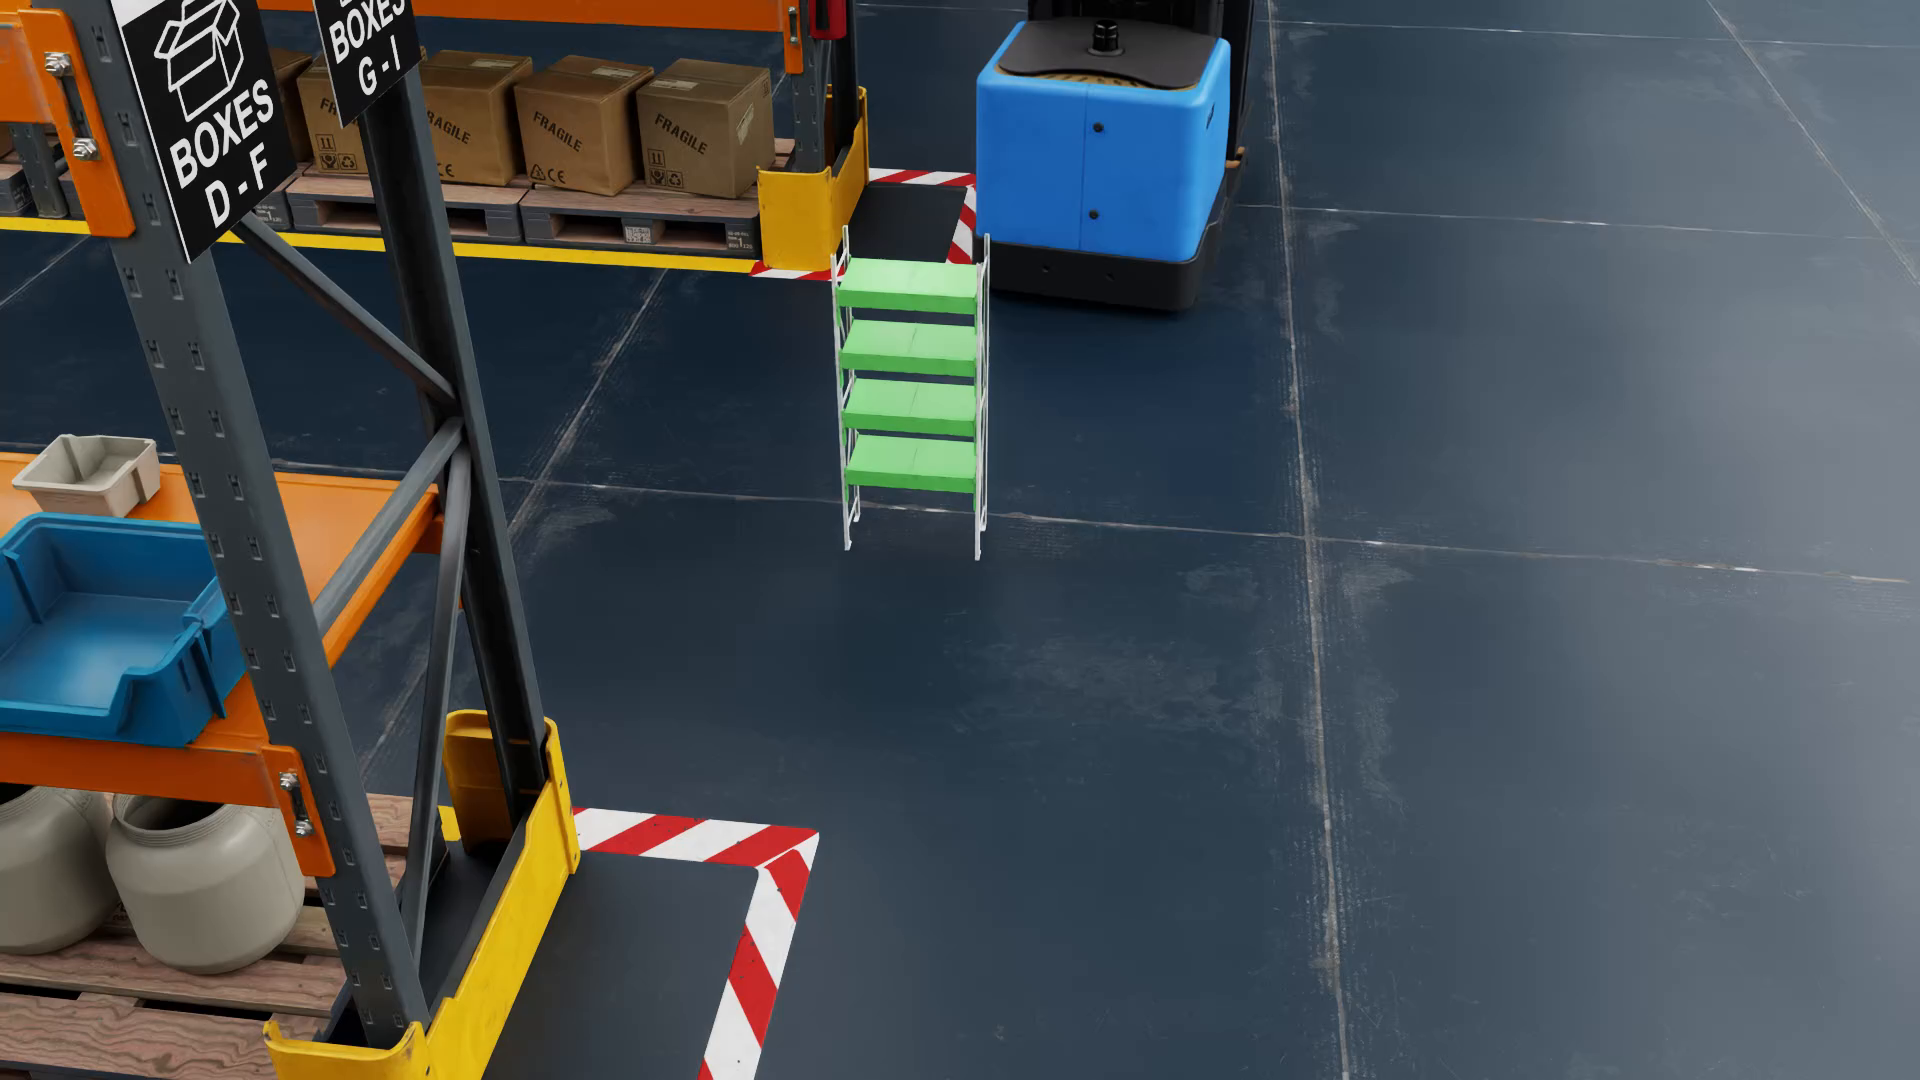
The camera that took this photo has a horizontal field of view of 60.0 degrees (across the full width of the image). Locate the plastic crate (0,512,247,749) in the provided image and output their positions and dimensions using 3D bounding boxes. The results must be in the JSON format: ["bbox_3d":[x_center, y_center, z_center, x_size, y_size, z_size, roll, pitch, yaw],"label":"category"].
[{"bbox_3d":[-1.816,0.187,3.534,0.616,0.251,0.499,4,36,6],"label":"plastic crate"}]

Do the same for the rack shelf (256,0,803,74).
[{"bbox_3d":[-2.634,-2.718,8.096,4.000,0.370,1.077,4,36,6],"label":"rack shelf"}]

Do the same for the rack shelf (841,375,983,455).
[{"bbox_3d":[-0.164,-0.449,5.956,0.480,0.148,0.258,4,36,6],"label":"rack shelf"}]

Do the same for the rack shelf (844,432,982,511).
[{"bbox_3d":[-0.164,-0.253,6.095,0.480,0.148,0.258,4,36,6],"label":"rack shelf"}]

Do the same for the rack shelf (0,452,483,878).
[{"bbox_3d":[-3.265,0.136,4.097,4.000,0.370,1.077,4,36,6],"label":"rack shelf"}]

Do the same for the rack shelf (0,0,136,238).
[{"bbox_3d":[-3.265,-1.085,3.226,4.000,0.370,1.077,4,36,6],"label":"rack shelf"}]

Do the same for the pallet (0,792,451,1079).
[{"bbox_3d":[-2.168,1.084,4.549,1.213,0.211,1.003,4,36,6],"label":"pallet"}]

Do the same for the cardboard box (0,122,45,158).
[{"bbox_3d":[-5.224,-2.379,8.774,0.500,0.500,0.700,2,36,2],"label":"cardboard box"}]

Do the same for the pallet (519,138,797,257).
[{"bbox_3d":[-1.527,-1.814,8.610,1.213,0.211,1.003,4,36,6],"label":"pallet"}]

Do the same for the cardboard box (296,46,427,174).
[{"bbox_3d":[-3.032,-2.221,8.570,0.500,0.500,0.500,1,36,2],"label":"cardboard box"}]

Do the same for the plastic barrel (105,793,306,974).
[{"bbox_3d":[-1.944,0.828,4.288,0.421,0.512,0.421,0,36,0],"label":"plastic barrel"}]

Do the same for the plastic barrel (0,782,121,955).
[{"bbox_3d":[-2.441,0.791,4.340,0.421,0.512,0.421,0,36,0],"label":"plastic barrel"}]

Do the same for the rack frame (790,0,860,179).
[{"bbox_3d":[-0.651,-2.863,7.680,0.127,3.000,1.000,4,36,6],"label":"rack frame"}]

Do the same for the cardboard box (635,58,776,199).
[{"bbox_3d":[-1.268,-2.072,8.362,0.500,0.500,0.500,11,37,15],"label":"cardboard box"}]

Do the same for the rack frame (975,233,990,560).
[{"bbox_3d":[0.078,-0.483,5.893,0.015,1.200,0.240,4,36,6],"label":"rack frame"}]

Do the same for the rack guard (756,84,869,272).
[{"bbox_3d":[-0.726,-1.851,8.414,0.348,0.500,1.175,4,36,6],"label":"rack guard"}]

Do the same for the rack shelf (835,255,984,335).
[{"bbox_3d":[-0.164,-0.839,5.677,0.480,0.148,0.258,4,36,6],"label":"rack shelf"}]

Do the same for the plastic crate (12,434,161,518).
[{"bbox_3d":[-2.128,-0.154,4.110,0.250,0.136,0.298,4,36,6],"label":"plastic crate"}]

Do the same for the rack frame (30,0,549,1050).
[{"bbox_3d":[-1.282,-0.009,3.681,0.127,3.000,1.000,4,36,6],"label":"rack frame"}]

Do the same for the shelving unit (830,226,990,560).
[{"bbox_3d":[-0.164,-0.501,5.919,0.503,1.200,0.258,4,36,6],"label":"shelving unit"}]

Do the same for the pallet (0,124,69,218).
[{"bbox_3d":[-5.391,-2.081,8.984,1.213,0.211,1.003,4,36,6],"label":"pallet"}]

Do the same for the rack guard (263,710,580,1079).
[{"bbox_3d":[-1.363,1.030,4.377,0.348,0.500,1.175,4,36,6],"label":"rack guard"}]

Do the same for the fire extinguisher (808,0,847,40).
[{"bbox_3d":[-0.596,-2.558,7.318,0.183,0.674,0.296,4,36,6],"label":"fire extinguisher"}]

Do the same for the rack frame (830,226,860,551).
[{"bbox_3d":[-0.406,-0.519,5.944,0.015,1.200,0.240,4,36,6],"label":"rack frame"}]

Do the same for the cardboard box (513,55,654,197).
[{"bbox_3d":[-1.865,-2.097,8.396,0.500,0.500,0.500,14,38,18],"label":"cardboard box"}]

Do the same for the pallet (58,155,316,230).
[{"bbox_3d":[-3.948,-1.995,8.863,1.213,0.211,1.003,4,36,6],"label":"pallet"}]

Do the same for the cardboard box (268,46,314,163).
[{"bbox_3d":[-3.657,-2.222,8.571,0.500,0.500,0.500,16,38,21],"label":"cardboard box"}]

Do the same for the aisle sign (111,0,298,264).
[{"bbox_3d":[-1.248,-0.891,2.678,0.004,0.787,0.394,4,36,6],"label":"aisle sign"}]

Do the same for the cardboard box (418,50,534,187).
[{"bbox_3d":[-2.484,-2.154,8.476,0.500,0.500,0.500,7,36,10],"label":"cardboard box"}]

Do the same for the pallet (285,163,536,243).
[{"bbox_3d":[-2.734,-1.906,8.739,1.213,0.211,1.003,4,36,6],"label":"pallet"}]

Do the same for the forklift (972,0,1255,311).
[{"bbox_3d":[0.939,-3.095,8.063,1.130,2.935,3.031,9,36,12],"label":"forklift"}]

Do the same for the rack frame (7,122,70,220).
[{"bbox_3d":[-4.618,-3.159,8.094,0.127,3.000,1.000,4,36,6],"label":"rack frame"}]

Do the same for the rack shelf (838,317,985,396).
[{"bbox_3d":[-0.164,-0.644,5.816,0.480,0.148,0.258,4,36,6],"label":"rack shelf"}]

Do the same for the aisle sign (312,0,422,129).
[{"bbox_3d":[-1.173,-1.231,3.155,0.004,0.787,0.394,4,36,6],"label":"aisle sign"}]
